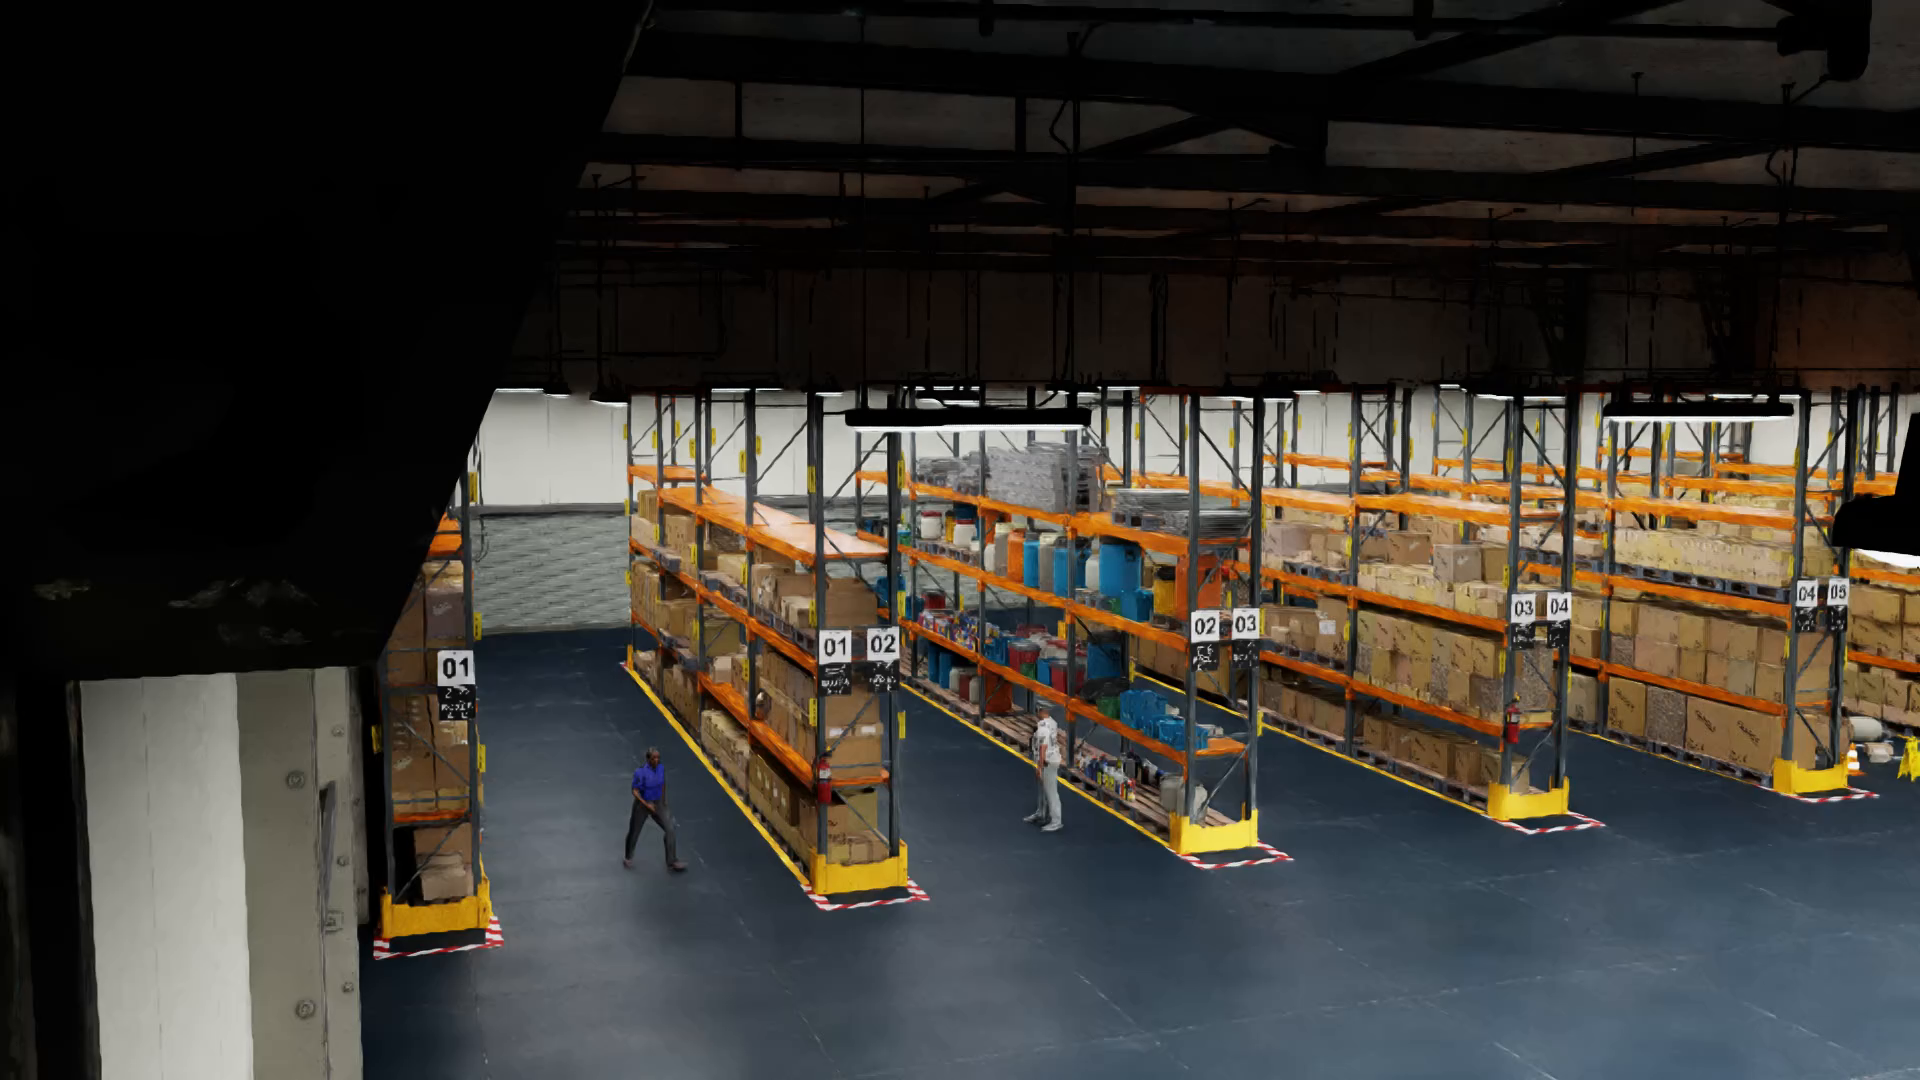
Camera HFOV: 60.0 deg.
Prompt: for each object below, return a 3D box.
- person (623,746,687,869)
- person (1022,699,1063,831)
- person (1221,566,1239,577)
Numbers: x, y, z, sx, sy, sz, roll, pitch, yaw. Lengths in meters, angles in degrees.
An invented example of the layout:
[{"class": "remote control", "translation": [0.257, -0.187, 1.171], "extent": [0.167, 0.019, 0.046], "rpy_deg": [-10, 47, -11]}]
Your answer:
[{"class": "person", "translation": [-3.910, 3.362, 21.039], "extent": [0.625, 1.591, 0.815], "rpy_deg": [-4, 7, -37]}, {"class": "person", "translation": [1.142, 3.078, 22.959], "extent": [0.586, 1.748, 0.653], "rpy_deg": [1, 6, 9]}, {"class": "person", "translation": [6.877, 1.087, 42.783], "extent": [0.586, 1.673, 0.983], "rpy_deg": [0, 6, 4]}]
